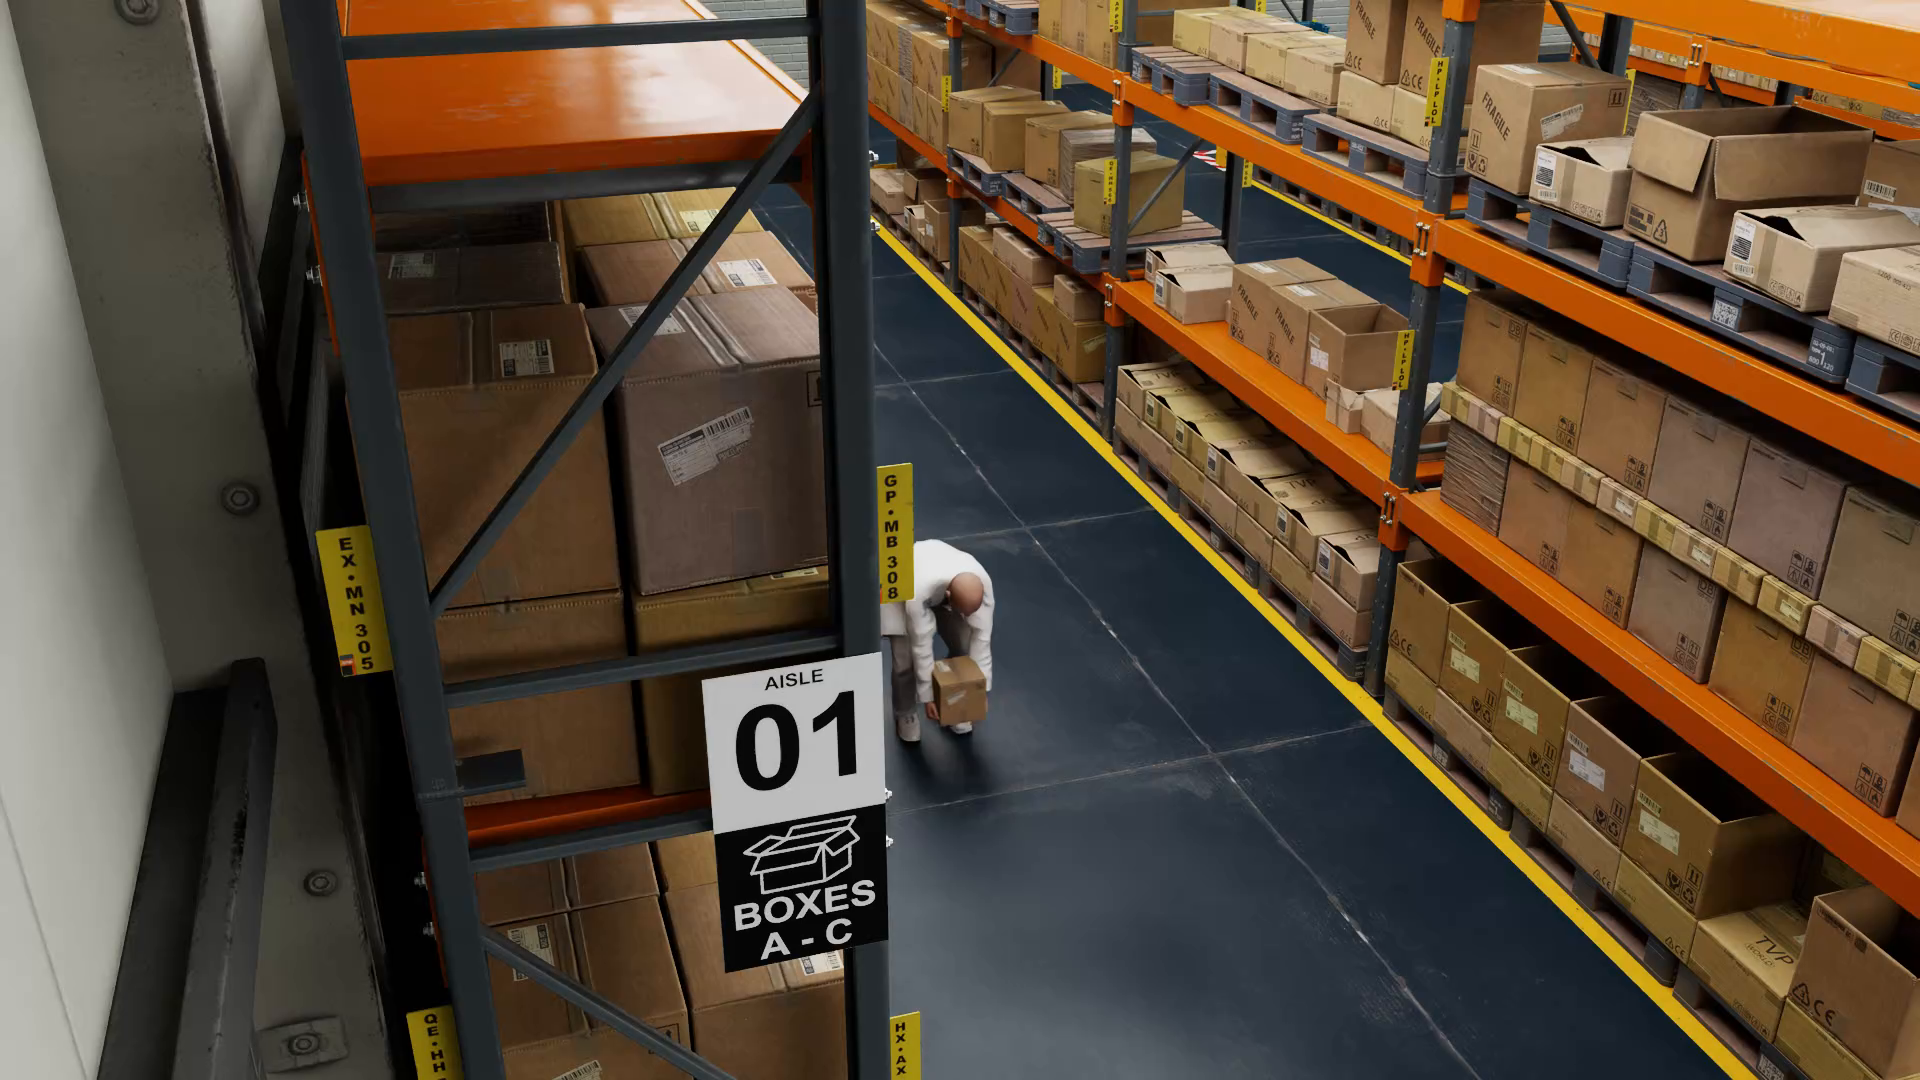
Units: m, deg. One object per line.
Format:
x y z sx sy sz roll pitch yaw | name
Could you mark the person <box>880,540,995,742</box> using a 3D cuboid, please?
-0.108 0.581 8.886 0.578 1.175 0.927 -9 27 -18 | person
